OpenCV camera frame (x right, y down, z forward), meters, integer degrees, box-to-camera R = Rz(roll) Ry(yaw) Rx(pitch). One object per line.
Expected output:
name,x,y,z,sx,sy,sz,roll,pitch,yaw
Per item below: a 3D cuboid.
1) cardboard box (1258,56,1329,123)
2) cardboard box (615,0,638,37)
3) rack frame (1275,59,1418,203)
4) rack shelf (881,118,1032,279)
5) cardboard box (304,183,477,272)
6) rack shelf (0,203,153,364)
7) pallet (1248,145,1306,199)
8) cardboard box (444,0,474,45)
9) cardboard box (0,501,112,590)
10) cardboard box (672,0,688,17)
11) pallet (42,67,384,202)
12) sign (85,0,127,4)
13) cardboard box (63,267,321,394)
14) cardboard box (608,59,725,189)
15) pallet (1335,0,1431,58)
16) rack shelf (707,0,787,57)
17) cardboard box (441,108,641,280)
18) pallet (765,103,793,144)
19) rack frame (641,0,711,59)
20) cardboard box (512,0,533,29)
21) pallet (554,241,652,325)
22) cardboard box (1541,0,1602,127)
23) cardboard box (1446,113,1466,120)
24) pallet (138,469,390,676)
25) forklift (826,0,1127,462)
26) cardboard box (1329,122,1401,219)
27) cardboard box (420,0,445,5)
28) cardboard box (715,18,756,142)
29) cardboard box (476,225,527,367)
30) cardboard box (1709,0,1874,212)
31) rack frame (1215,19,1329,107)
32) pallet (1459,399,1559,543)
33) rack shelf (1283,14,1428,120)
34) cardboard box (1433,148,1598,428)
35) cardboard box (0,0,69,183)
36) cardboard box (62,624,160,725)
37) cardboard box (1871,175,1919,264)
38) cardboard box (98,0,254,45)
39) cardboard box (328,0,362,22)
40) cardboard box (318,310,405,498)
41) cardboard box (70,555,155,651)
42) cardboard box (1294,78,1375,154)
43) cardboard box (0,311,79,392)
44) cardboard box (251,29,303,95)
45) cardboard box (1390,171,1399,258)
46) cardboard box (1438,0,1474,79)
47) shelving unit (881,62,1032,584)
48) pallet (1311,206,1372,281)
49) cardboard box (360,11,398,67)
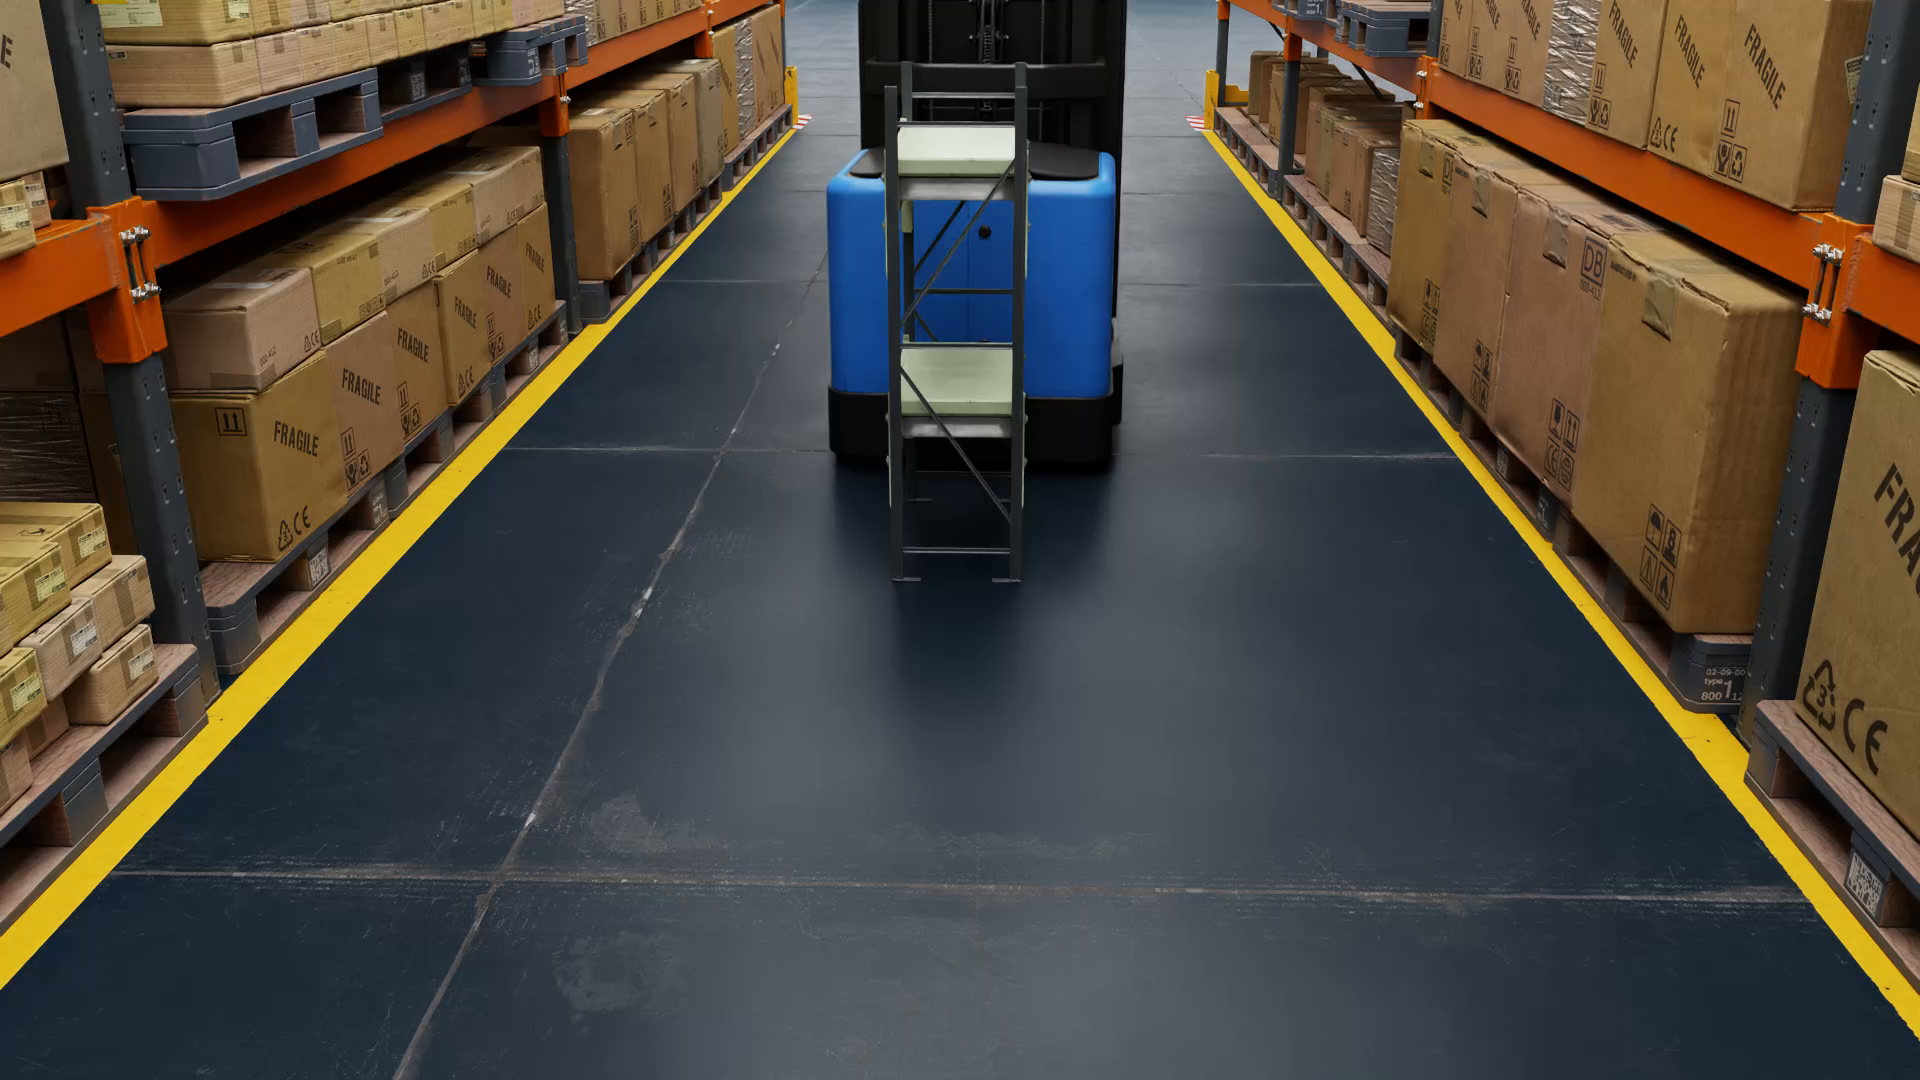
cardboard box,2.821,-3.802,14.055,0.500,0.500,0.500,6,22,16
cardboard box,-2.045,-2.984,8.935,0.500,0.500,0.500,1,21,2
rack frame,2.719,-3.767,11.091,1.000,3.000,0.127,1,21,2
rack shelf,0.000,-1.065,5.123,0.431,0.370,0.720,1,21,2
cardboard box,-2.152,-1.176,6.250,0.500,0.250,0.500,1,21,3
rack shelf,-2.540,0.093,2.138,1.077,0.370,4.000,1,21,2
pallet,2.704,-2.710,12.223,1.003,0.211,1.213,1,21,2
cardboard box,-1.957,-1.844,5.900,0.380,0.149,0.250,1,21,3
cardboard box,-2.229,0.022,3.864,0.380,0.149,0.250,1,21,3
cardboard box,-2.000,-3.531,10.343,0.500,0.500,0.500,0,21,1
pallet,-2.310,-1.151,4.614,1.003,0.211,1.213,1,21,2
sign,-1.936,-1.366,3.706,0.100,0.325,0.005,1,21,2
cardboard box,-2.192,-0.610,4.793,0.500,0.250,0.500,0,21,-1
cardboard box,-2.164,-2.780,11.076,1.050,0.750,0.750,1,21,1
pallet,2.513,-2.490,8.066,1.213,0.211,1.003,1,21,2
rack shelf,-2.175,-4.246,13.320,1.077,0.370,4.000,1,21,2
cardboard box,-2.249,-1.778,8.495,1.050,0.750,0.750,0,21,1
pallet,-2.060,-3.715,14.811,1.003,0.211,1.213,1,21,2
rack frame,-2.235,-3.858,11.326,1.000,3.000,0.127,1,21,2
cardboard box,-1.929,-2.125,6.624,0.380,0.149,0.250,1,21,3
pallet,-2.258,-1.396,8.836,1.003,0.211,1.213,1,21,2
cardboard box,2.268,-1.642,5.477,0.500,0.500,0.500,1,21,2
cardboard box,2.588,-1.953,8.226,0.500,0.250,0.500,1,21,4
pallet,-2.457,0.053,5.101,1.003,0.211,1.213,1,21,2
forklift,0.152,-2.141,6.996,1.130,2.935,3.031,2,21,4
cardboard box,2.629,-2.211,9.927,0.700,0.500,0.500,-1,21,-3
cardboard box,-1.962,-1.886,5.598,0.380,0.149,0.250,0,21,1
cardboard box,-2.123,-3.616,13.059,0.875,0.875,0.875,1,21,2
cardboard box,-2.135,-1.014,6.871,0.500,0.500,0.500,1,21,4
cardboard box,2.217,-1.093,4.062,0.500,0.500,0.500,1,21,2
rack frame,2.841,-5.213,14.819,1.000,3.000,0.127,1,21,2
pallet,2.458,-0.297,6.002,1.003,0.211,1.213,1,21,2
rack shelf,2.658,-2.709,9.358,1.077,0.370,4.000,1,21,2
cardboard box,2.521,-0.955,6.199,1.225,0.875,0.875,1,21,2
cardboard box,-2.211,-0.973,3.341,0.500,0.500,0.500,1,21,2
cardboard box,-2.150,0.313,3.936,0.380,0.149,0.250,1,21,2
cardboard box,2.134,-0.654,3.416,0.380,0.149,0.250,1,21,2
cardboard box,-2.007,-1.320,4.141,0.380,0.149,0.250,1,21,2
cardboard box,-1.986,-1.602,4.865,0.380,0.149,0.250,0,21,-1
cardboard box,-2.177,-0.452,5.422,0.500,0.500,0.500,2,21,4
cardboard box,-2.171,0.146,3.955,0.380,0.149,0.250,1,21,3
cardboard box,2.781,-3.149,12.373,0.500,0.500,0.500,8,22,19
cardboard box,-2.709,-0.618,4.813,0.500,0.250,0.500,0,21,0
cardboard box,-2.004,-1.282,4.453,0.380,0.149,0.250,1,21,2
cardboard box,2.598,-1.603,8.361,0.700,0.500,0.500,0,21,-1
cardboard box,2.311,-2.195,6.901,0.500,0.500,0.500,1,21,3
shelving unit,0.000,-0.702,5.264,0.431,1.500,0.755,1,21,2
pallet,2.663,-1.743,9.730,1.003,0.211,1.213,1,21,2
cardboard box,-1.977,-1.555,5.157,0.380,0.149,0.250,0,21,-1
